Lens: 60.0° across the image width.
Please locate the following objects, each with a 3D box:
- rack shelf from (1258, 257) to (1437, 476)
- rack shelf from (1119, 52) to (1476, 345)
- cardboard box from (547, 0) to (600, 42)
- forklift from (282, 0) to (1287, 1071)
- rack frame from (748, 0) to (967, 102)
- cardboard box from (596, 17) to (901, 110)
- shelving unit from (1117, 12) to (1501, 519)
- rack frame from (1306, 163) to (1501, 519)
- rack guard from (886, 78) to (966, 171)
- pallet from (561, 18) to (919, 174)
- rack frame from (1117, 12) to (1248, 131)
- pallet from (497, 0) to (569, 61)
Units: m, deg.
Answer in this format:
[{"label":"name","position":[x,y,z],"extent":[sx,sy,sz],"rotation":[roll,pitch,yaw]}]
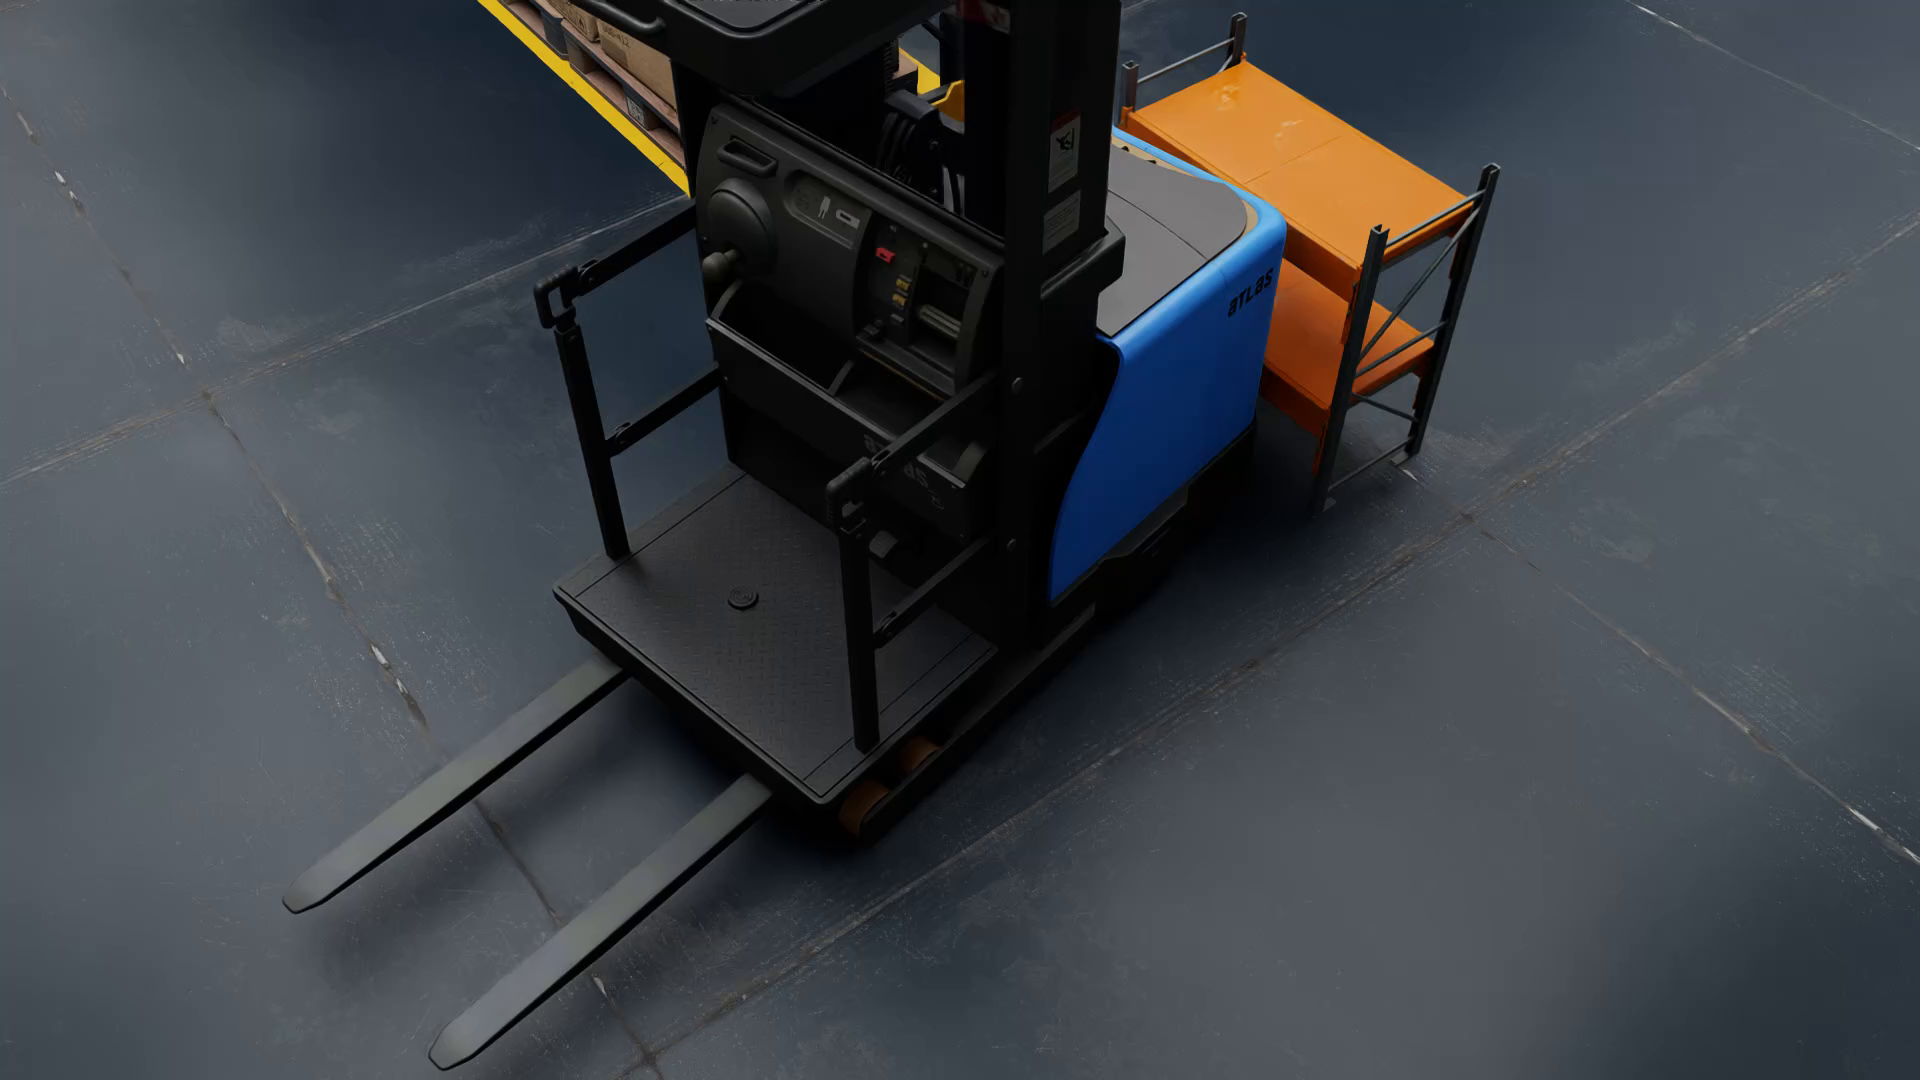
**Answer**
[{"label":"rack shelf","position":[1.007,-0.702,5.457],"extent":[0.538,0.278,1.000],"rotation":[-30,54,-24]},{"label":"rack shelf","position":[1.007,-1.063,5.059],"extent":[0.538,0.278,1.000],"rotation":[-30,54,-24]},{"label":"cardboard box","position":[-1.407,-2.626,7.052],"extent":[0.875,0.438,0.875],"rotation":[-28,54,-23]},{"label":"forklift","position":[-0.428,-0.606,3.821],"extent":[1.130,2.935,3.031],"rotation":[34,56,27]},{"label":"rack frame","position":[-0.367,-2.465,5.460],"extent":[1.000,3.000,0.127],"rotation":[-29,54,-24]},{"label":"cardboard box","position":[-0.847,-2.090,6.566],"extent":[0.875,0.438,0.875],"rotation":[-31,55,-25]},{"label":"shelving unit","position":[1.007,-0.866,5.276],"extent":[0.538,1.125,1.048],"rotation":[-30,54,-24]},{"label":"rack frame","position":[1.317,-0.567,5.005],"extent":[0.500,1.125,0.032],"rotation":[-30,54,-24]},{"label":"rack guard","position":[-0.353,-1.612,6.374],"extent":[1.175,0.500,0.348],"rotation":[-29,54,-24]},{"label":"pallet","position":[-0.914,-1.965,6.889],"extent":[1.003,0.211,1.213],"rotation":[-29,54,-24]},{"label":"rack frame","position":[0.697,-1.165,5.547],"extent":[0.500,1.125,0.032],"rotation":[-30,54,-24]},{"label":"pallet","position":[-1.648,-2.684,7.541],"extent":[1.003,0.211,1.213],"rotation":[-29,54,-24]}]
